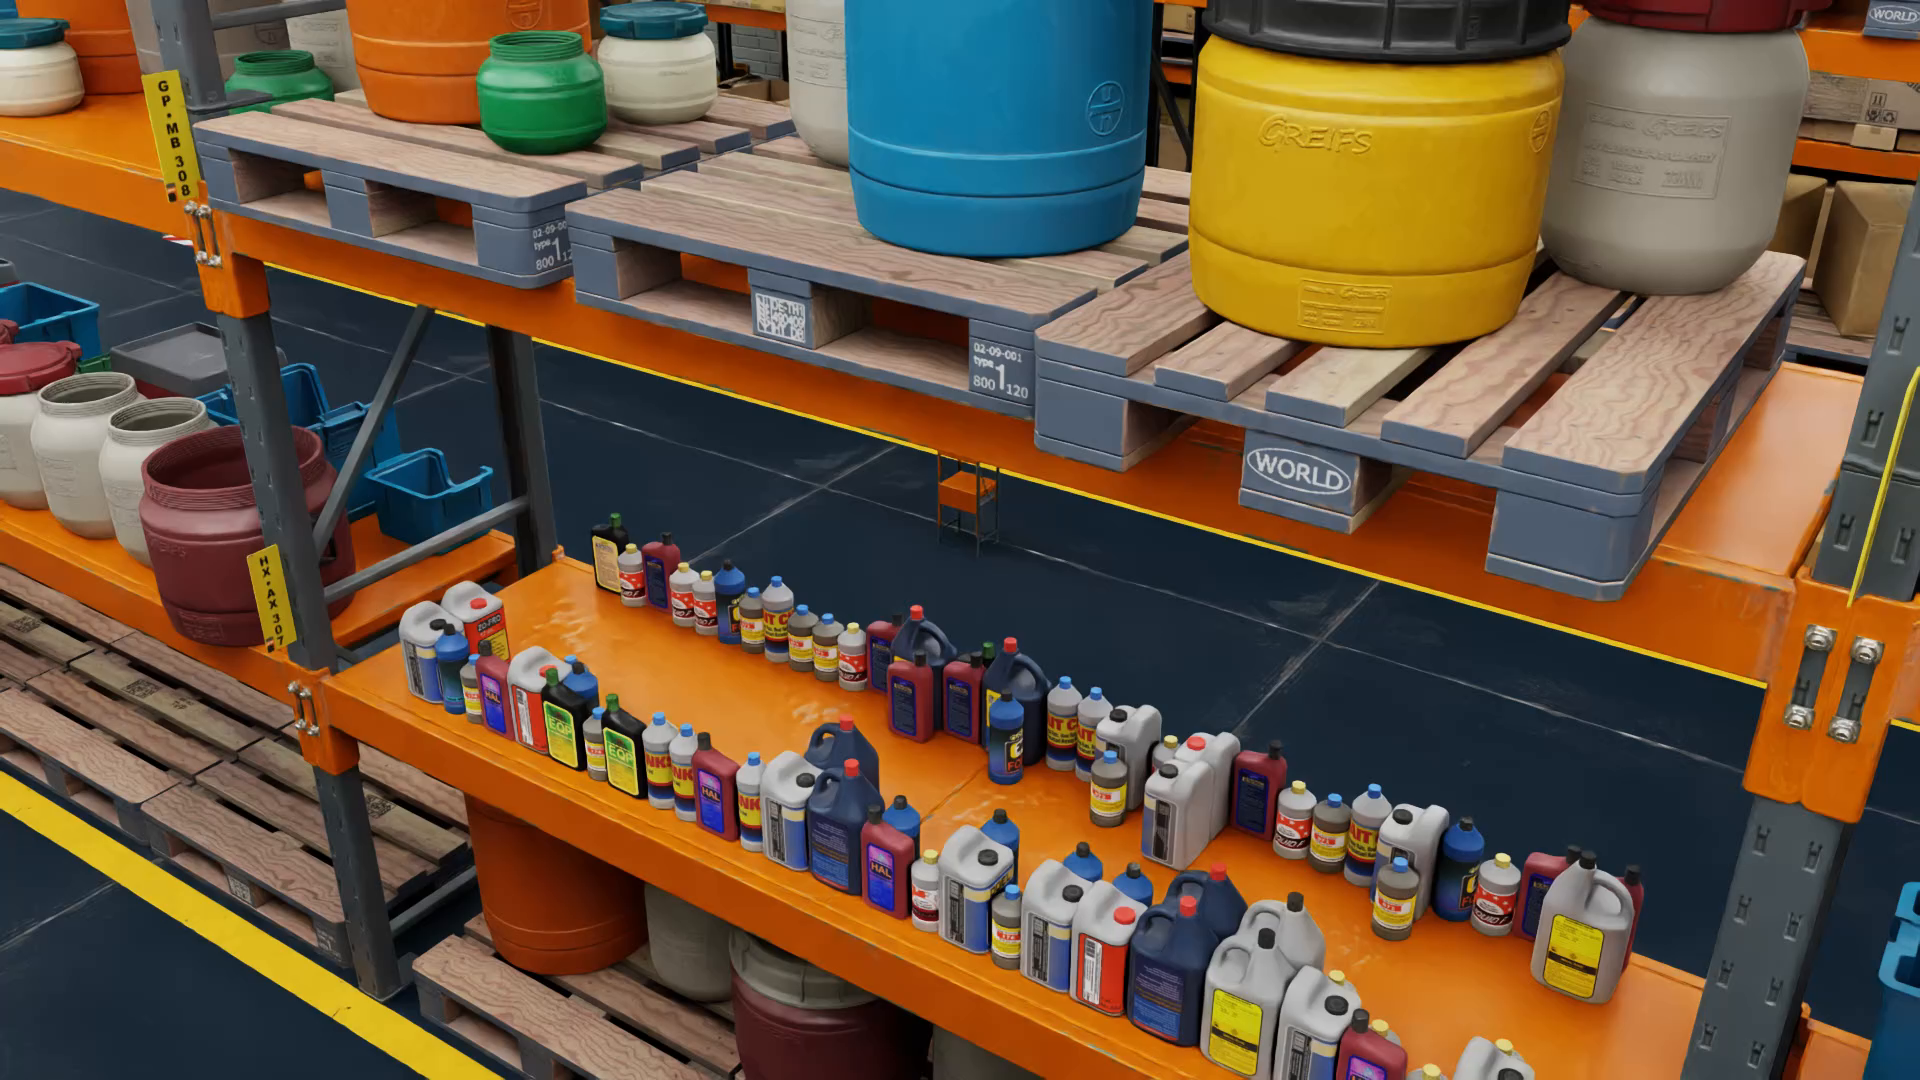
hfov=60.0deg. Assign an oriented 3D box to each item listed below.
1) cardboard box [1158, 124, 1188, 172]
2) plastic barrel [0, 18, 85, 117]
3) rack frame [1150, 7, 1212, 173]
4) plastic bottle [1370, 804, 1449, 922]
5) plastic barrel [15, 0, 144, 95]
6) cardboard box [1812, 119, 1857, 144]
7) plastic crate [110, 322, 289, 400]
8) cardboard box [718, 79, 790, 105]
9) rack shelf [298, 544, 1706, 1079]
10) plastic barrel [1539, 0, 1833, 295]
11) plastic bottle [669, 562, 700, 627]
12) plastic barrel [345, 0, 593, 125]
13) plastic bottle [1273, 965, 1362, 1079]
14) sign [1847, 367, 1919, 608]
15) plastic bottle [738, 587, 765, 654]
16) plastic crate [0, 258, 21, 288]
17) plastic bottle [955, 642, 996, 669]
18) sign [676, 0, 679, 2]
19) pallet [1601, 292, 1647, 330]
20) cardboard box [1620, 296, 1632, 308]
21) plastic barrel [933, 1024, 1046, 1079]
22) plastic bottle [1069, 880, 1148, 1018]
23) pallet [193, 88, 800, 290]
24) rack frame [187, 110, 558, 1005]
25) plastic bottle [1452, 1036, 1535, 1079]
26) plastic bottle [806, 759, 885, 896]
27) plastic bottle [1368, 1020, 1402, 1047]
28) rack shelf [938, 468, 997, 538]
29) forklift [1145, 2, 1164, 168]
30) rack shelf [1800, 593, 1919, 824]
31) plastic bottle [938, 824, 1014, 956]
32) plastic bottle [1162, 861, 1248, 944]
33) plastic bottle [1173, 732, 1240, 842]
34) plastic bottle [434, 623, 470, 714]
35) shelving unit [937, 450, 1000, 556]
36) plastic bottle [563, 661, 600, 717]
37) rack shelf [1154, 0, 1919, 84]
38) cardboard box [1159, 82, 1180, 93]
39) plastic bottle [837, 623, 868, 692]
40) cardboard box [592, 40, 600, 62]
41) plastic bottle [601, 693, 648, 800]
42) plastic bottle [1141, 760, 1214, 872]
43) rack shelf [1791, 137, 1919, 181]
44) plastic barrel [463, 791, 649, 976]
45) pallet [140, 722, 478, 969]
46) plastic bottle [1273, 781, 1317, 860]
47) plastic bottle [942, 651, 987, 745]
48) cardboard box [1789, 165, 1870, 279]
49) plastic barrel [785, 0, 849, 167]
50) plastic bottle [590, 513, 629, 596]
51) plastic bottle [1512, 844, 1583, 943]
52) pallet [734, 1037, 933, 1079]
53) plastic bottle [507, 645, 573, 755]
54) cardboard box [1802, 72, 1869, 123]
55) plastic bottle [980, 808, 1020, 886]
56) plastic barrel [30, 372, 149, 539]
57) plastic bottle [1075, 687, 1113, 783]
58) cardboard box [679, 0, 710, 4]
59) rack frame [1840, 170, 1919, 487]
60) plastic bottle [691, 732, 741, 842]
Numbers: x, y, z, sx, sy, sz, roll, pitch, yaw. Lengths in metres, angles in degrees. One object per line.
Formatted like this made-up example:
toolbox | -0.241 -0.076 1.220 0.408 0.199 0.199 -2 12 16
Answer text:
cardboard box | 2.051 -3.330 14.258 0.500 0.500 0.700 18 32 31
plastic barrel | -2.909 -1.475 5.185 0.301 0.262 0.301 0 27 0
rack frame | 1.079 -1.811 9.001 0.127 3.000 1.000 17 32 30
plastic bottle | 1.101 0.767 4.072 0.135 0.276 0.152 17 32 30
plastic barrel | -2.822 -1.948 5.490 0.708 0.830 0.600 17 32 30
cardboard box | 5.914 -2.787 11.175 0.250 0.149 0.380 17 32 30
plastic crate | -2.888 -0.518 6.390 0.583 0.464 0.402 17 32 30
cardboard box | -1.160 -2.544 10.332 0.500 0.500 0.500 20 33 34
rack shelf | -0.080 0.874 4.518 4.000 0.370 1.077 17 32 30
plastic barrel | 1.276 -0.746 2.989 0.433 0.535 0.433 0 27 0
plastic bottle | -0.879 0.169 5.331 0.097 0.201 0.097 0 27 0
plastic barrel | -1.263 -1.529 4.203 0.708 0.830 0.600 17 32 30
plastic bottle | 0.759 1.048 3.520 0.135 0.276 0.152 17 32 30
sign | 1.255 -0.068 2.260 0.005 0.325 0.100 17 32 30
plastic bottle | -0.638 0.244 5.183 0.097 0.201 0.097 0 27 0
plastic crate | -4.454 -1.006 7.349 0.583 0.464 0.402 17 32 30
plastic bottle | 0.051 0.412 4.763 0.133 0.283 0.061 17 32 30
sign | -1.919 -3.524 11.178 0.005 0.325 0.100 17 32 30
pallet | 2.684 -1.228 8.067 1.213 0.211 1.003 17 32 30
cardboard box | 2.885 -1.446 7.711 0.500 0.500 0.700 9 28 18
plastic barrel | 0.131 1.482 4.810 0.421 0.512 0.421 0 27 0
plastic bottle | 0.344 0.919 3.774 0.135 0.276 0.152 17 32 30
pallet | -1.154 -0.980 4.269 1.213 0.211 1.003 17 32 30
rack frame | -1.729 0.040 5.364 0.127 3.000 1.000 17 32 30
plastic bottle | 1.060 1.142 3.335 0.135 0.276 0.152 17 32 30
plastic bottle | -0.283 0.693 4.136 0.185 0.351 0.144 17 32 30
plastic bottle | 0.874 1.099 3.503 0.097 0.201 0.097 0 27 0
rack shelf | 0.044 -0.197 8.616 0.240 0.259 0.215 17 32 30
forklift | 0.867 -3.092 11.594 1.130 2.935 3.031 6 28 11
rack shelf | 3.217 0.564 1.820 4.000 0.370 1.077 17 32 30
plastic bottle | 0.041 0.825 3.959 0.135 0.276 0.152 17 32 30
plastic bottle | 0.555 0.874 3.780 0.185 0.351 0.144 17 32 30
plastic bottle | 0.639 0.623 4.355 0.135 0.276 0.152 17 32 30
plastic bottle | -1.475 0.369 4.859 0.097 0.271 0.097 0 27 0
shelving unit | 0.044 -0.454 8.485 0.252 1.050 0.215 17 32 30
plastic bottle | -1.059 0.465 4.670 0.097 0.271 0.097 0 27 0
rack shelf | 2.727 -2.314 7.475 4.000 0.370 1.077 17 32 30
cardboard box | 1.564 -3.813 14.379 0.500 0.250 0.500 17 31 29
plastic bottle | -0.317 0.344 4.987 0.097 0.201 0.097 0 27 0
cardboard box | -2.564 -3.161 10.830 0.250 0.149 0.380 17 32 30
plastic bottle | -0.899 0.553 4.484 0.133 0.283 0.061 17 32 30
plastic bottle | 0.553 0.680 4.243 0.135 0.276 0.152 17 32 30
rack shelf | 5.529 -2.830 11.796 4.000 0.370 1.077 17 32 30
plastic barrel | -1.316 0.939 5.527 0.708 0.830 0.600 17 32 30
pallet | -2.345 1.069 6.416 1.213 0.211 1.003 17 32 30
plastic bottle | 0.860 0.710 4.266 0.097 0.201 0.097 0 27 0
plastic bottle | 0.016 0.434 4.718 0.133 0.283 0.061 17 32 30
cardboard box | 5.834 -2.211 11.695 0.750 0.750 0.750 18 32 32
plastic barrel | -0.182 -1.146 3.774 0.433 0.535 0.433 0 27 0
plastic bottle | -1.154 0.036 5.500 0.133 0.283 0.061 17 32 30
plastic bottle | 1.398 0.831 3.938 0.133 0.283 0.061 17 32 30
pallet | -0.054 1.783 5.013 1.213 0.211 1.003 17 32 30
plastic bottle | -1.174 0.446 4.703 0.135 0.276 0.152 17 32 30
cardboard box | 5.819 -3.107 11.087 0.500 0.500 0.500 17 32 30
plastic bottle | 0.097 0.775 4.061 0.097 0.271 0.097 0 27 0
plastic barrel | -3.045 -0.302 5.914 0.421 0.512 0.421 0 27 0
plastic bottle | 0.368 0.526 4.551 0.097 0.271 0.097 0 27 0
cardboard box | -2.492 -5.416 16.229 0.500 0.250 0.500 16 31 29
rack frame | 1.568 -1.607 1.985 0.127 3.000 1.000 17 32 30
plastic bottle | -0.629 0.638 4.318 0.133 0.283 0.061 17 32 30
